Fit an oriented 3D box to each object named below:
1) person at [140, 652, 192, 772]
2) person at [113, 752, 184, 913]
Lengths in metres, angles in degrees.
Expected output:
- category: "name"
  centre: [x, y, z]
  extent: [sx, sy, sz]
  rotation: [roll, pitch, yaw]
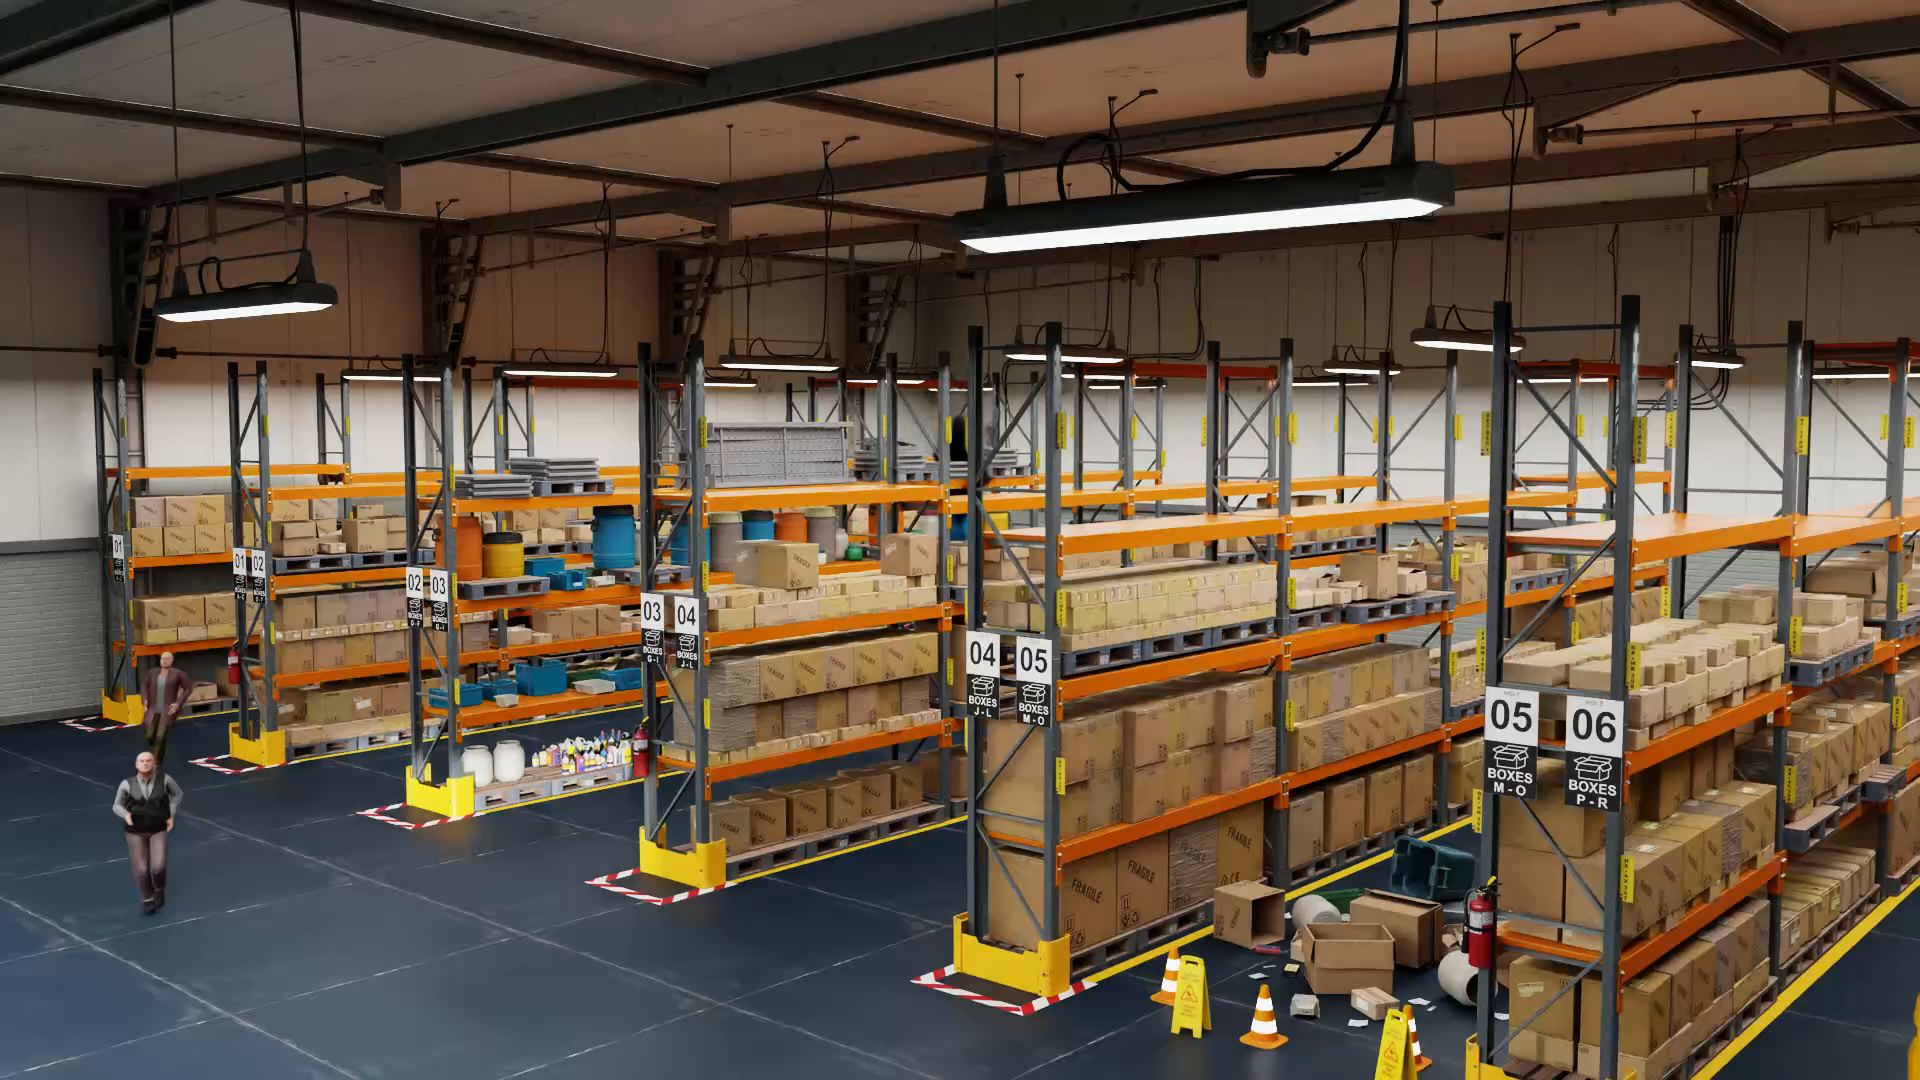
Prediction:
- category: "person"
  centre: [-11.713, 2.515, 24.538]
  extent: [0.735, 1.756, 0.647]
  rotation: [-1, 4, -9]
- category: "person"
  centre: [-8.438, 3.051, 17.303]
  extent: [0.668, 1.682, 0.569]
  rotation: [-2, 5, -25]
